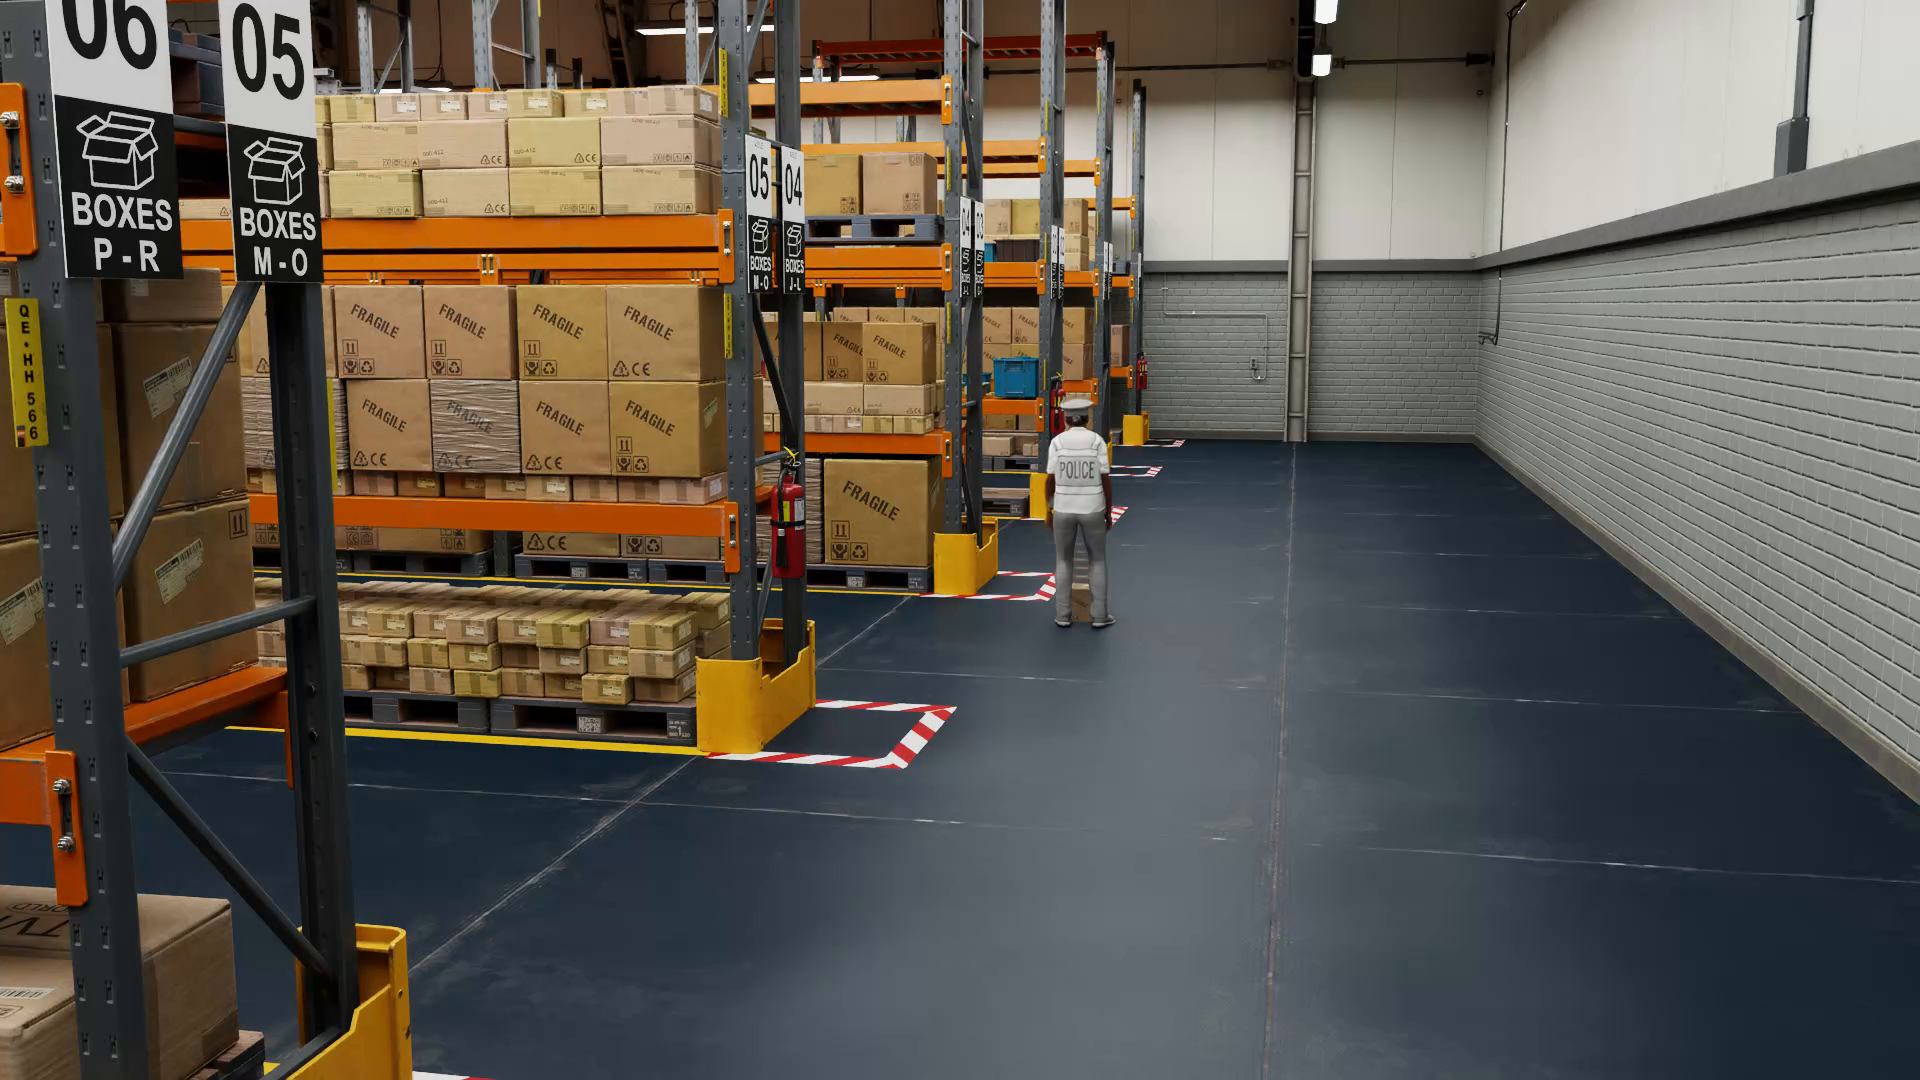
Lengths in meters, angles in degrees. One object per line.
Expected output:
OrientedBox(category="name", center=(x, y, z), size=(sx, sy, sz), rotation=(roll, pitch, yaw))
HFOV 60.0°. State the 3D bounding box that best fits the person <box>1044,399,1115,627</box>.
OrientedBox(category="person", center=(0.881, -0.192, 12.181), size=(0.525, 1.658, 0.395), rotation=(1, 8, 8))
